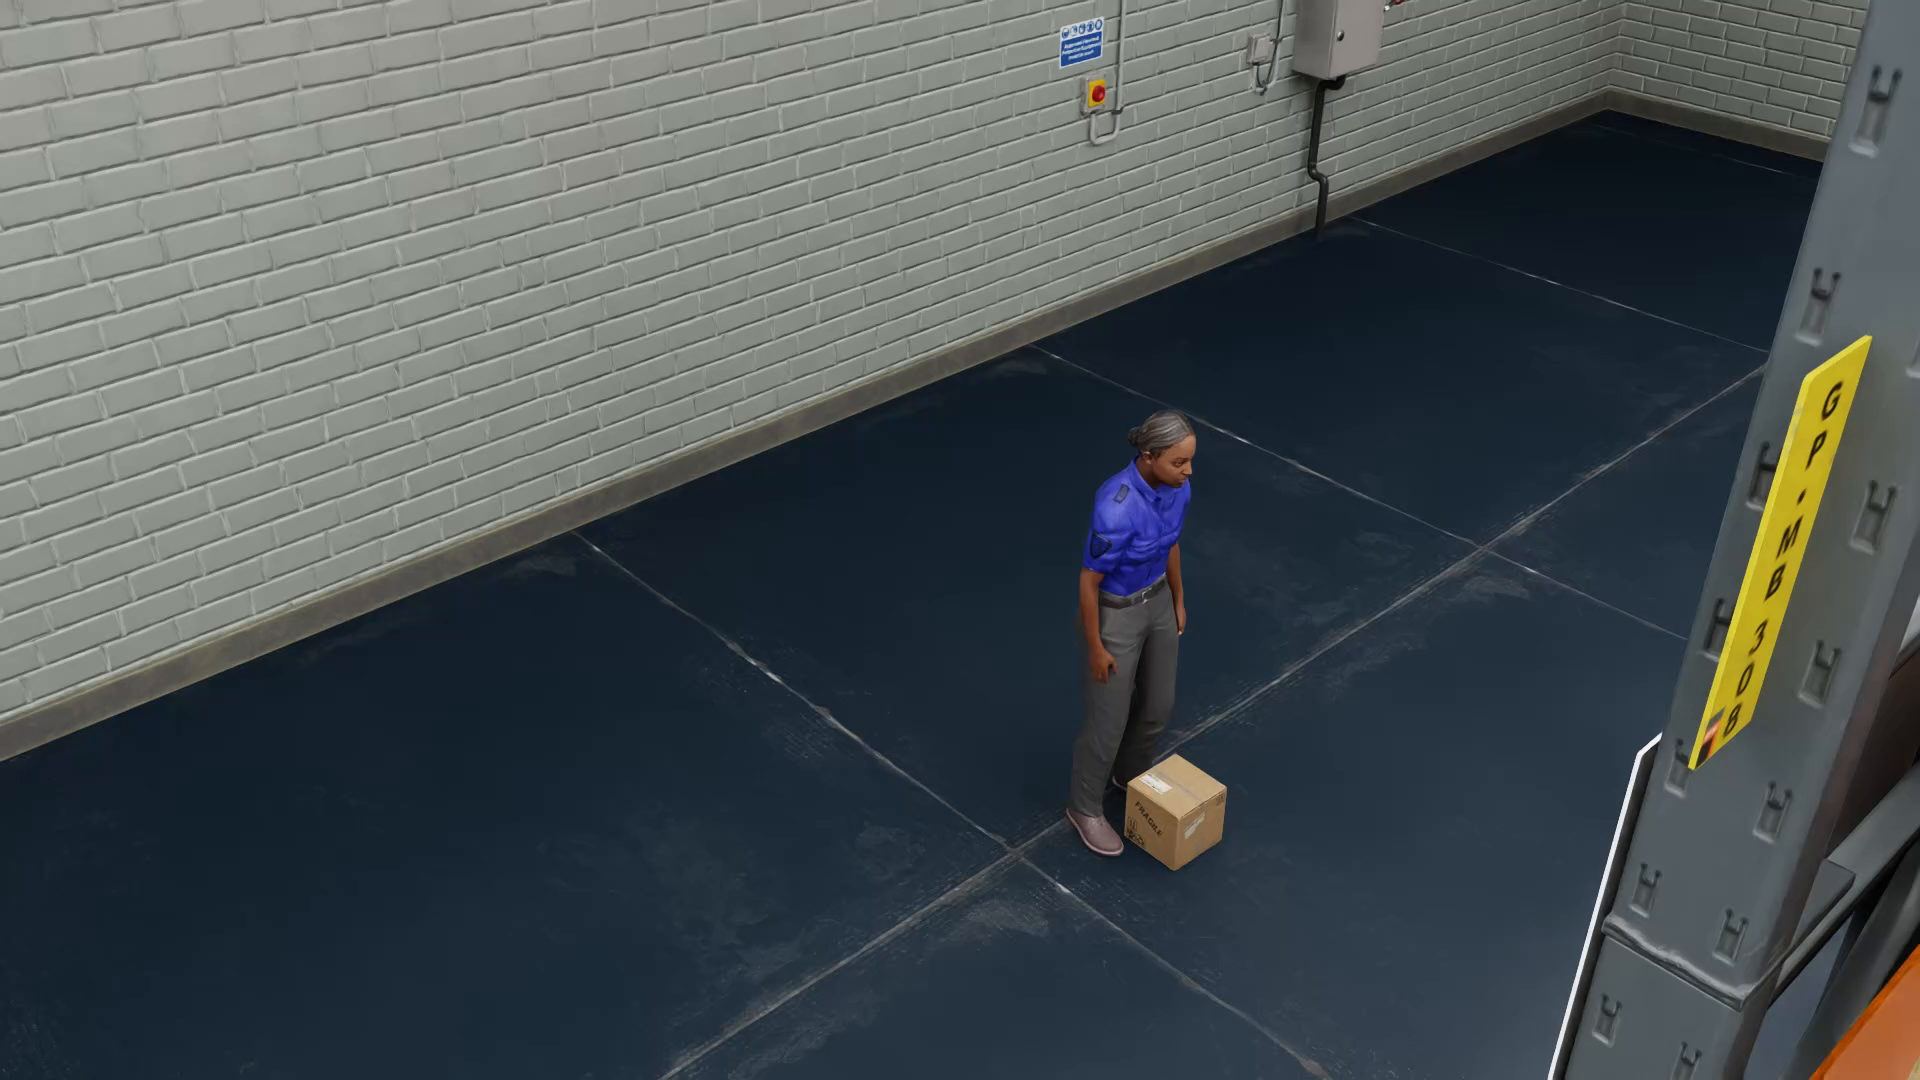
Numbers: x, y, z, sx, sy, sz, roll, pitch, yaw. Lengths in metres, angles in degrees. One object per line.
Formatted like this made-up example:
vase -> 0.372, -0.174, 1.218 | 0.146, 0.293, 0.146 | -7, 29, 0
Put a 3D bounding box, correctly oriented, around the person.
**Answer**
person -> 0.592, 0.287, 5.681 | 0.348, 1.654, 0.509 | 28, 41, 37
